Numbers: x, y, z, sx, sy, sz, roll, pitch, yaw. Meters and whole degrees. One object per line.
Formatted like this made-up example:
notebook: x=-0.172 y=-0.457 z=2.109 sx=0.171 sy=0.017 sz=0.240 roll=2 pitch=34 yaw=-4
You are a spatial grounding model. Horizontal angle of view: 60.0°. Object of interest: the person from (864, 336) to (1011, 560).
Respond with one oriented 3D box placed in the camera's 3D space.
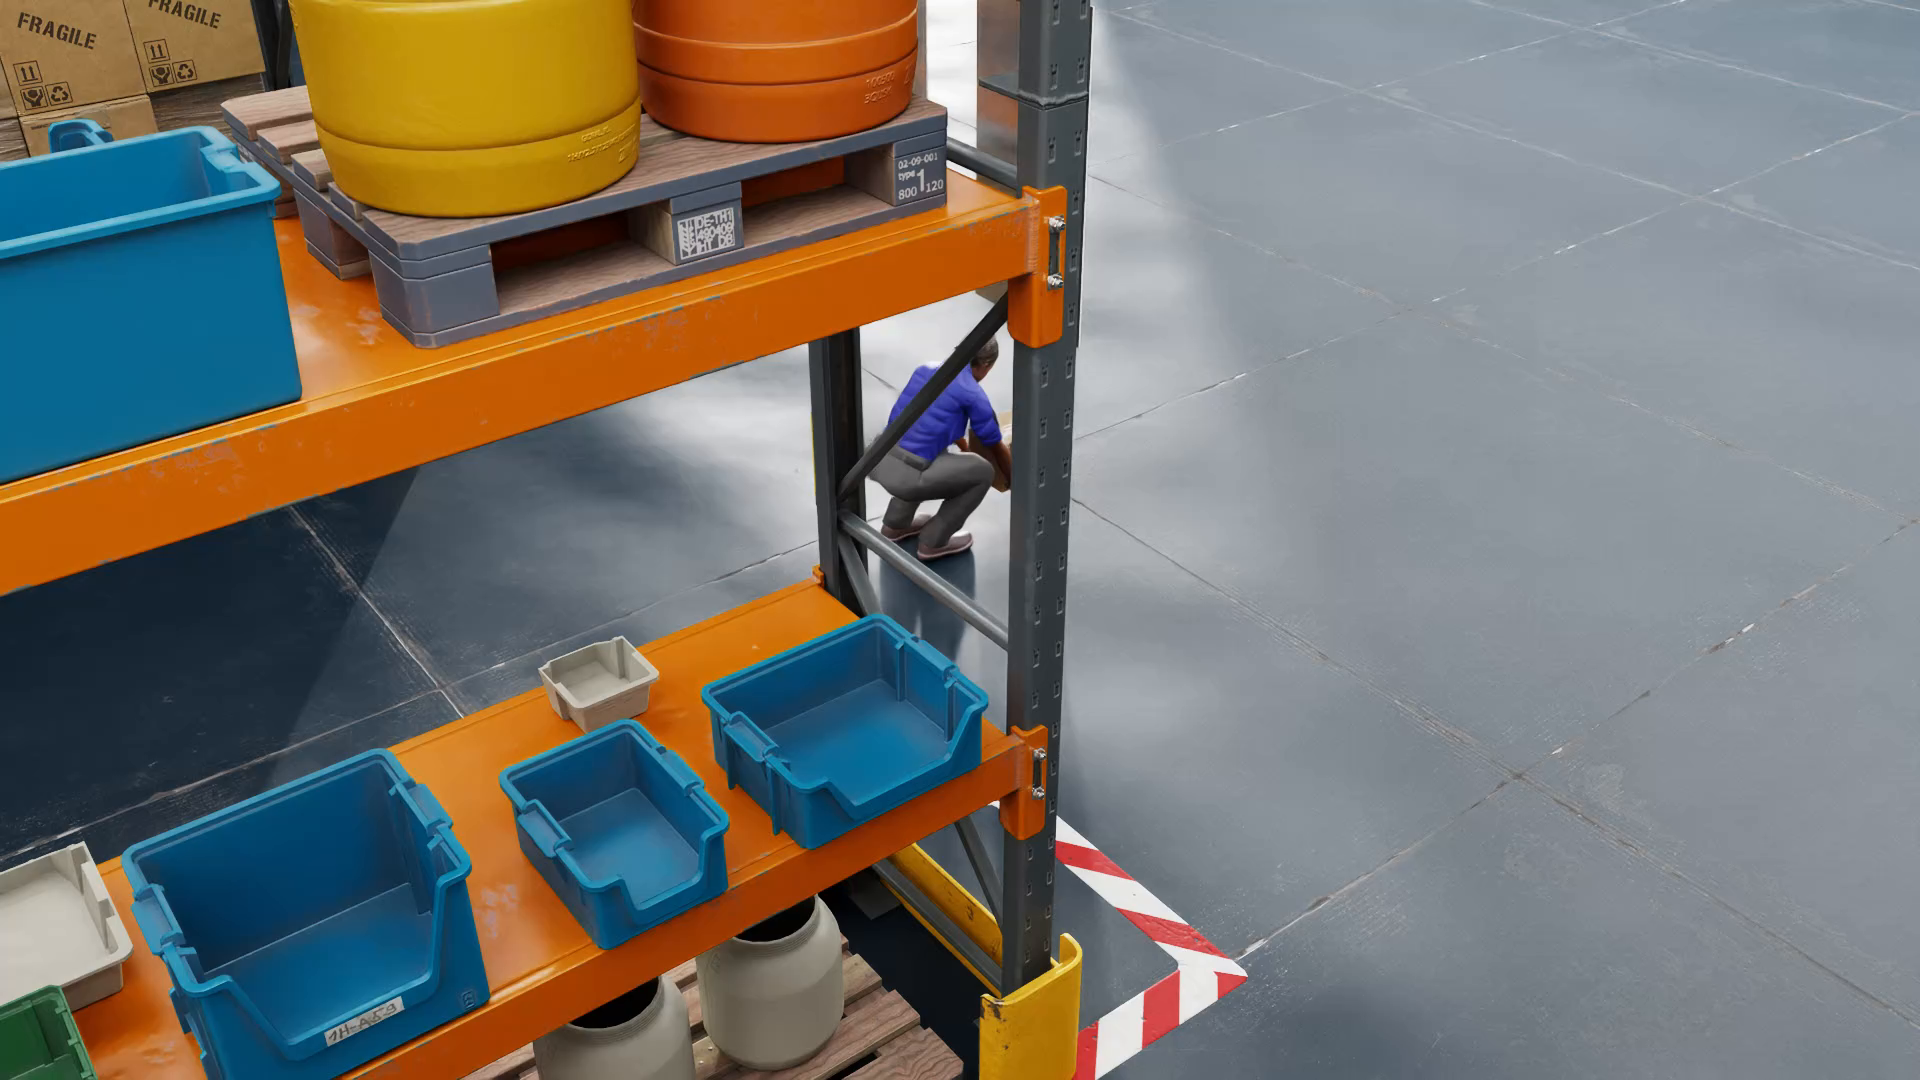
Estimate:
person: x=-0.084 y=-0.424 z=7.493 sx=0.819 sy=0.936 sz=0.473 roll=-23 pitch=39 yaw=-31
